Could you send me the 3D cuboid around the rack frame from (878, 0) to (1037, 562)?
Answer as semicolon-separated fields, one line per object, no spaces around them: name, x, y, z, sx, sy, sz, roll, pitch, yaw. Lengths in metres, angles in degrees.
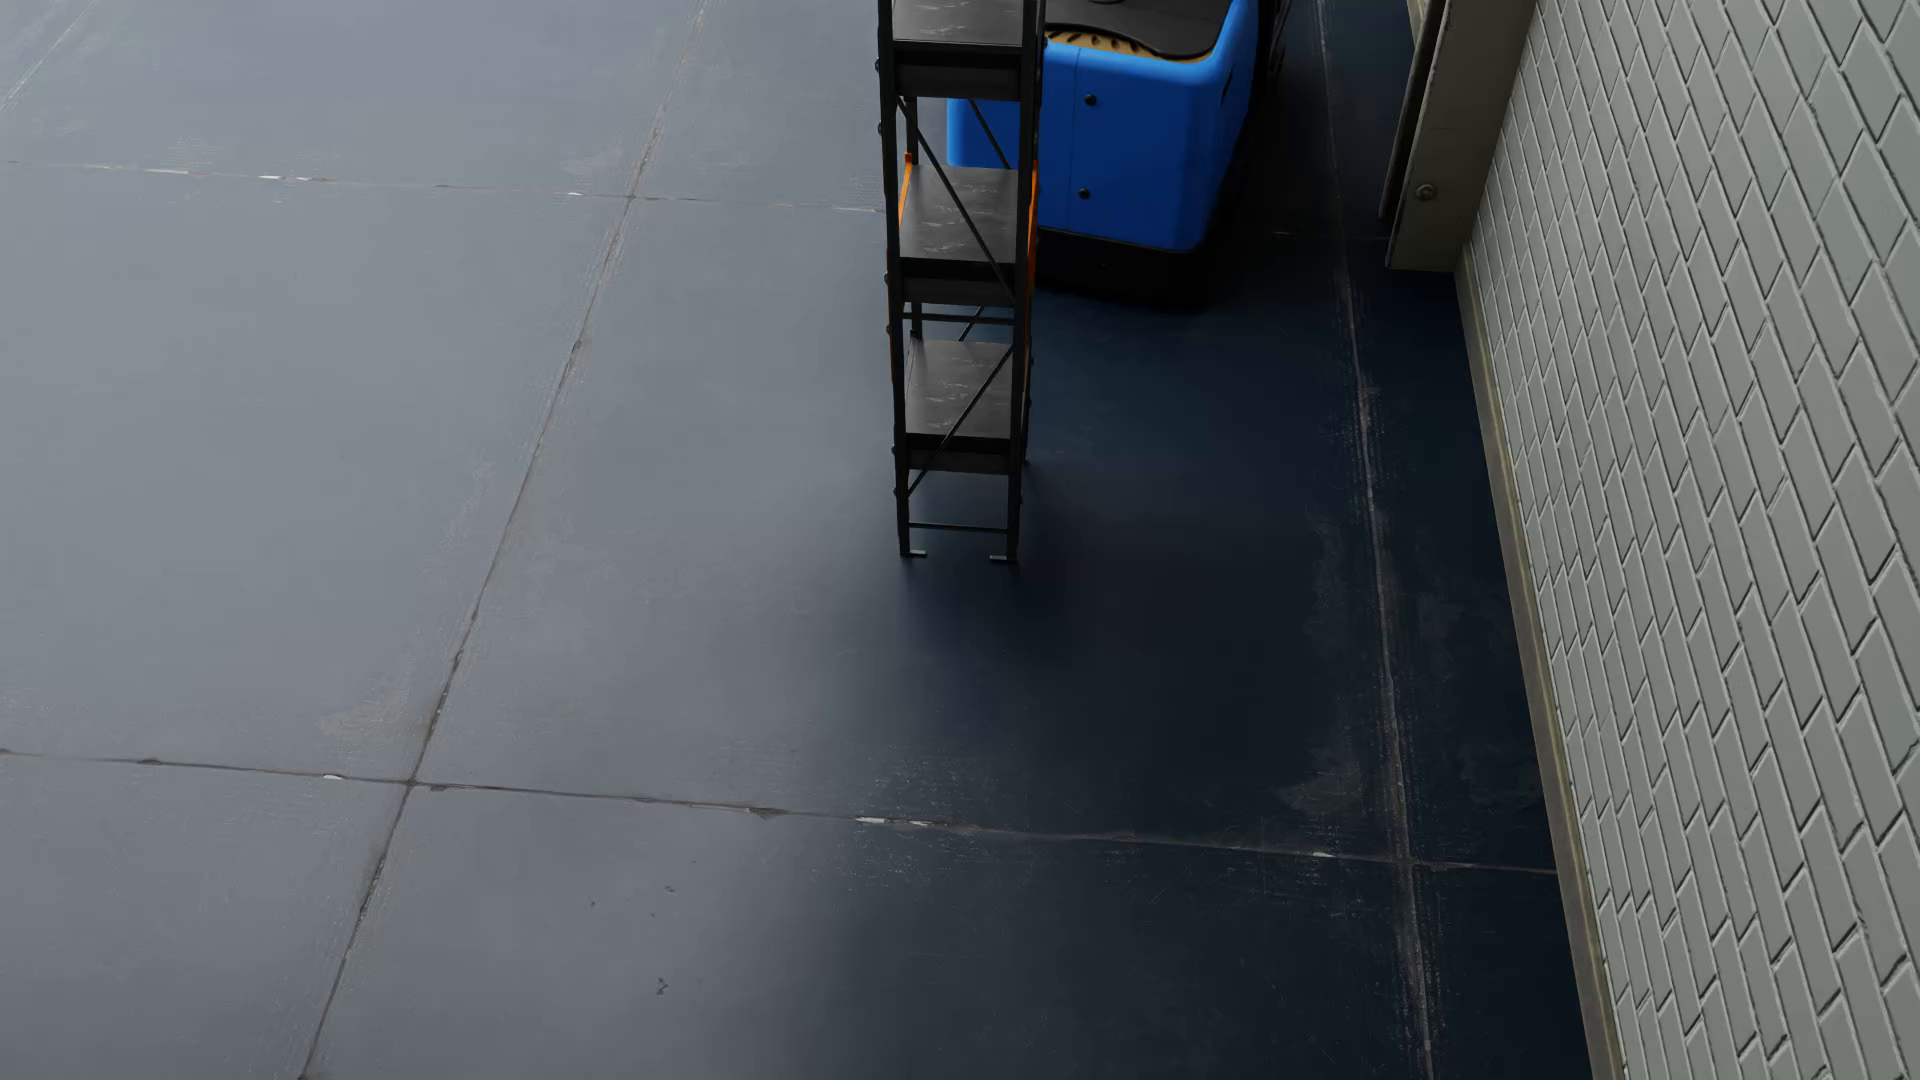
rack frame;-0.007;-0.651;4.922;0.400;2.100;0.015;4;48;4

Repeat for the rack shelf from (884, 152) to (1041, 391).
rack shelf;0.015;-0.821;5.097;0.431;0.518;0.480;4;48;4

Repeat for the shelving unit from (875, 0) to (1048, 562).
shelving unit;0.015;-0.830;5.086;0.431;2.100;0.503;4;48;4

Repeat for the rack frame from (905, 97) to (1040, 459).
rack frame;0.037;-1.010;5.250;0.400;2.100;0.015;4;48;4

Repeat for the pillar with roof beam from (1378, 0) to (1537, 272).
pillar with roof beam;-2.383;-4.566;3.828;9.100;9.000;0.400;4;48;4

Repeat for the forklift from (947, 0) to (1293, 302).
forklift;0.860;-3.031;6.536;1.130;2.935;3.031;13;49;12

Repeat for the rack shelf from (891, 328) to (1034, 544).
rack shelf;0.015;-0.349;5.613;0.431;0.518;0.480;4;48;4

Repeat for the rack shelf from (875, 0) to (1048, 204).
rack shelf;0.015;-1.294;4.580;0.431;0.518;0.480;4;48;4
